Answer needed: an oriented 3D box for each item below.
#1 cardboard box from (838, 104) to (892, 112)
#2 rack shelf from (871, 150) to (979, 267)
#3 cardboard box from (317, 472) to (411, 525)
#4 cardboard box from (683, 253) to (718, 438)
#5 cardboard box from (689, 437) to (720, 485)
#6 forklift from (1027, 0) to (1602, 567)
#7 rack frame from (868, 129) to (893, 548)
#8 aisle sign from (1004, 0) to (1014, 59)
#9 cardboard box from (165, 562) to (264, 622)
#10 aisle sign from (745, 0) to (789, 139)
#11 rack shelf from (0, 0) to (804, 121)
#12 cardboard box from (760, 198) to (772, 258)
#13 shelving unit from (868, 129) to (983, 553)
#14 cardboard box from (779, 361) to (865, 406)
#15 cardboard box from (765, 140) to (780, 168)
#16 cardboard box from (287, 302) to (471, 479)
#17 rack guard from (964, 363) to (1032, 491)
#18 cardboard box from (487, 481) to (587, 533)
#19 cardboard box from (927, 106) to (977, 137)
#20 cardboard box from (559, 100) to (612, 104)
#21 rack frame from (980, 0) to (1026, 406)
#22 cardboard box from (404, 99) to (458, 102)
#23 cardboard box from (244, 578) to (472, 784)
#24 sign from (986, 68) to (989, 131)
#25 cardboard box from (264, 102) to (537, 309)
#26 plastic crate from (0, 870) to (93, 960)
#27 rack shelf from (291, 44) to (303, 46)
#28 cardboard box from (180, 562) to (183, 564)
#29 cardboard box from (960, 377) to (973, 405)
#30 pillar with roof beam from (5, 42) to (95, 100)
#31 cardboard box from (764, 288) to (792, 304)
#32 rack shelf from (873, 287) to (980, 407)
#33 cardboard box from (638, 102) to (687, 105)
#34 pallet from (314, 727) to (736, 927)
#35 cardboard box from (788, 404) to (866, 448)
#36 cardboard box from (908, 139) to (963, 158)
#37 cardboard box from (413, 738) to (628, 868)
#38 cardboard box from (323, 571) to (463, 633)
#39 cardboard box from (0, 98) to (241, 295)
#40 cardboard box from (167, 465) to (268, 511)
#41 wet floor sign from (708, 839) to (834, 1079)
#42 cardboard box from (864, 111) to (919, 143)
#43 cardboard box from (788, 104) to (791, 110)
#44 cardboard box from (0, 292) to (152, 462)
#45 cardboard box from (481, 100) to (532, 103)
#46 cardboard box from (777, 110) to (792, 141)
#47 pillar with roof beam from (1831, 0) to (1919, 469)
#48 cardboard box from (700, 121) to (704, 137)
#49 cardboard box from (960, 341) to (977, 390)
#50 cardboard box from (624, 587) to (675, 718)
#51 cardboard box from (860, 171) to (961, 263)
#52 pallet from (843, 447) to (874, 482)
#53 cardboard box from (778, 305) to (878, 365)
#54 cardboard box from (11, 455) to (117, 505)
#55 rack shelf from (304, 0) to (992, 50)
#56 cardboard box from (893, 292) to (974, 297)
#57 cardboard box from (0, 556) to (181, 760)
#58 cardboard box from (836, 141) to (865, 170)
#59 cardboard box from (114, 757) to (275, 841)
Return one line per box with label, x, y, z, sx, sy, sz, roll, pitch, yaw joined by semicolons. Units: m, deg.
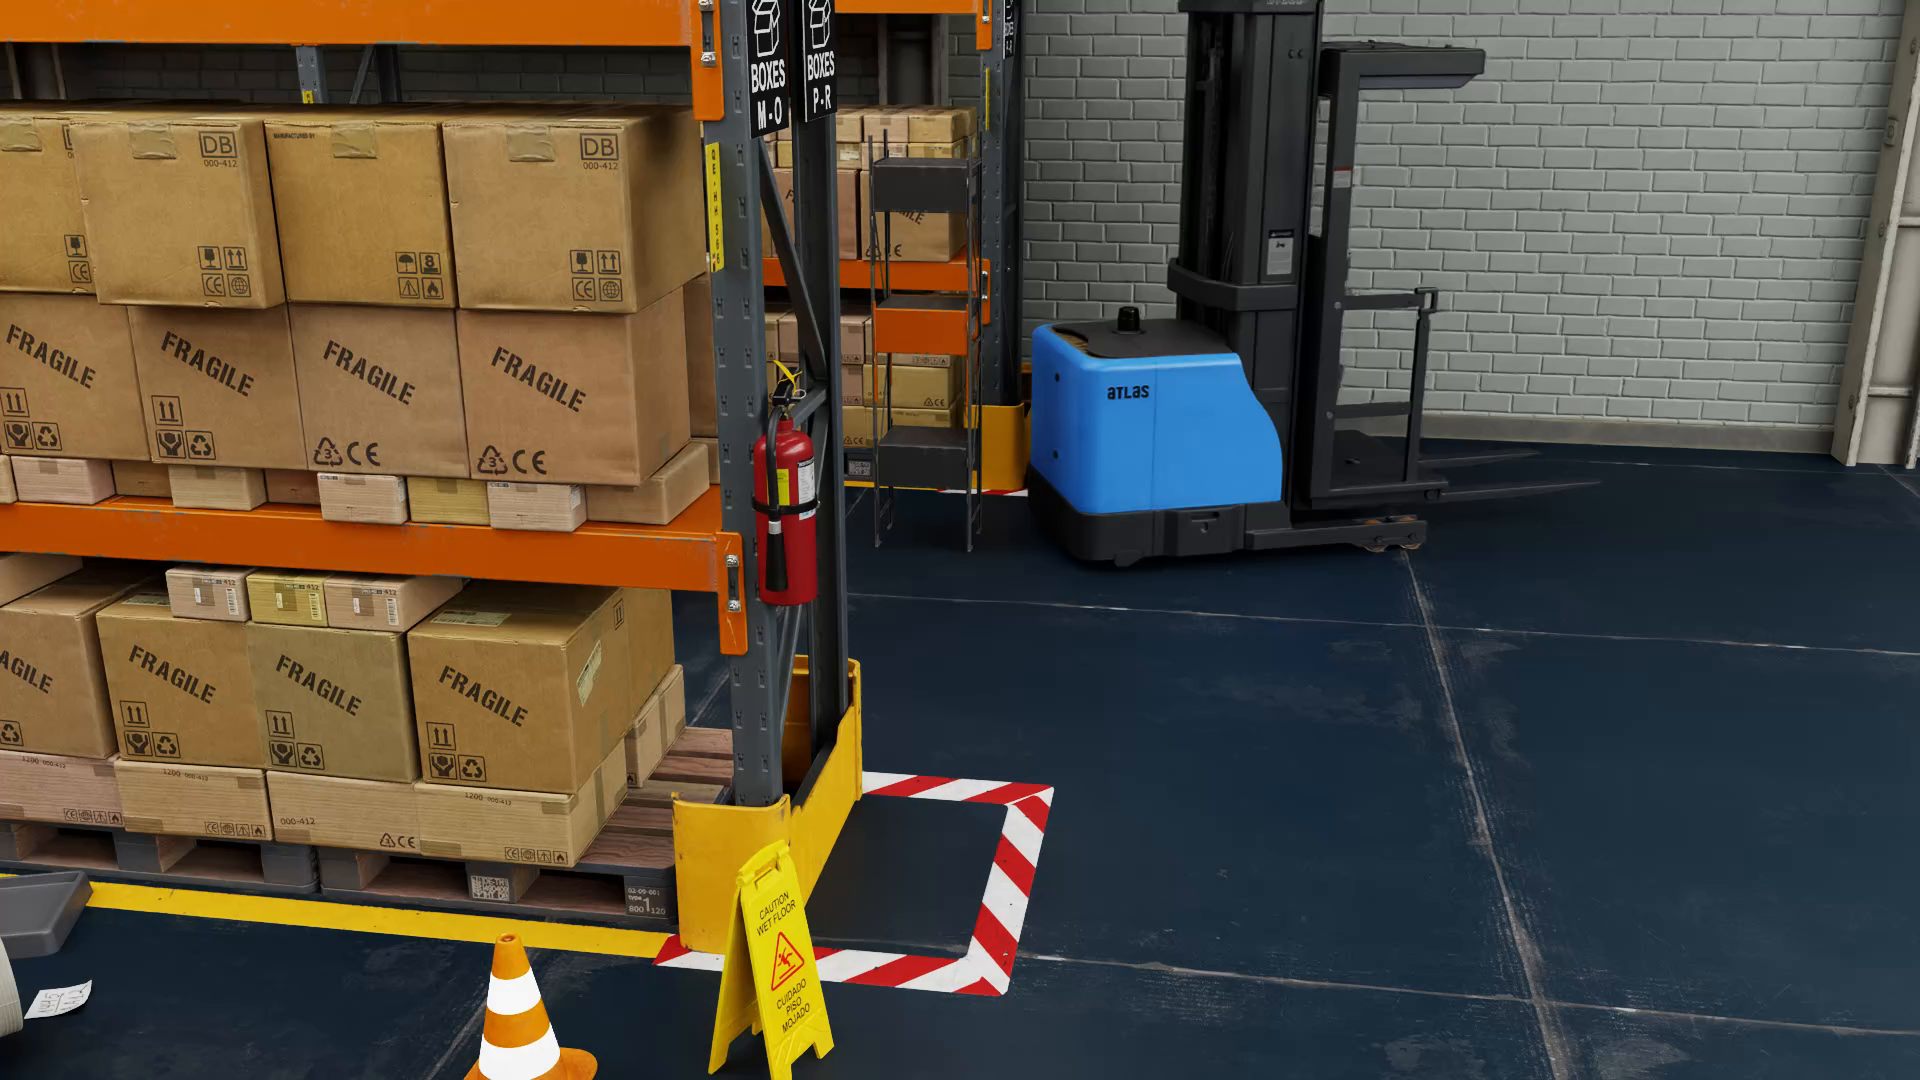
cardboard box;-0.563;-2.511;9.932;0.250;0.149;0.380;3;19;10
rack shelf;-0.163;-1.655;8.277;0.480;0.518;0.431;3;19;9
cardboard box;-1.713;-0.177;5.001;0.250;0.149;0.380;3;19;10
cardboard box;-0.957;-0.643;5.370;0.500;0.500;0.500;3;19;8
cardboard box;-0.836;-0.306;5.387;0.250;0.149;0.380;3;19;9
forklift;1.944;-1.484;8.620;3.031;2.935;1.130;-4;19;-13
rack frame;-0.404;-1.016;8.532;0.015;2.100;0.400;3;19;9
aisle sign;0.269;-3.036;9.053;0.004;0.787;0.394;3;19;9
cardboard box;-2.246;0.115;5.201;0.250;0.149;0.380;4;19;11
aisle sign;-0.518;-1.482;4.409;0.004;0.787;0.394;3;19;9
rack shelf;-2.508;-1.525;5.041;4.000;0.370;1.077;3;19;9
cardboard box;-1.294;-1.943;9.726;0.500;0.500;0.500;3;19;8
shelving unit;-0.163;-1.004;8.495;0.503;2.100;0.431;3;19;9
cardboard box;-0.773;-0.986;9.907;0.500;0.250;0.500;3;19;8
cardboard box;-1.154;-2.234;9.572;0.250;0.149;0.380;2;19;7
cardboard box;-1.606;-0.500;4.942;0.500;0.500;0.500;3;19;9
rack guard;0.274;-0.712;10.143;0.348;0.500;1.175;3;19;9
cardboard box;-1.204;-0.154;4.932;0.250;0.149;0.380;3;19;8
cardboard box;-0.047;-2.479;9.835;0.250;0.149;0.380;3;19;8
cardboard box;-2.321;-2.628;10.280;0.250;0.149;0.380;3;19;8
rack frame;0.250;-1.899;9.750;0.127;3.000;1.000;3;19;9
cardboard box;-3.336;-2.675;10.421;0.250;0.149;0.380;3;19;9
cardboard box;-1.881;0.422;5.305;0.500;0.500;0.500;4;19;11
sign;0.151;-2.391;9.023;0.005;0.325;0.100;3;19;9
cardboard box;-1.571;-0.991;4.836;0.500;0.500;0.700;3;19;9
plastic crate;-3.062;1.176;5.163;0.583;0.080;0.402;-3;19;-10
rack shelf;-5.674;-3.282;10.291;4.000;0.370;1.077;3;19;9
cardboard box;-2.849;0.200;5.966;0.500;0.500;0.500;4;19;12
cardboard box;-0.203;-0.880;10.377;0.500;0.250;0.500;3;19;9
pillar with roof beam;-6.901;-4.014;6.619;0.400;9.000;9.100;3;19;9
cardboard box;-1.180;-1.404;10.368;0.500;0.250;0.500;3;19;8
rack shelf;-0.163;-0.991;8.499;0.480;0.518;0.431;3;19;9
cardboard box;-1.831;-2.578;10.131;0.250;0.149;0.380;3;19;10
pallet;-1.405;0.923;5.711;1.213;0.211;1.003;3;19;9
cardboard box;-0.753;-0.747;9.979;0.500;0.250;0.500;3;19;9
cardboard box;-0.136;-2.183;9.421;0.250;0.149;0.380;3;19;9
cardboard box;-1.398;0.804;5.345;0.500;0.250;0.500;3;19;8
cardboard box;-1.739;0.142;5.119;0.250;0.149;0.380;3;19;10
cardboard box;-2.561;-1.053;5.021;0.500;0.500;0.700;3;19;8
cardboard box;-2.210;-0.219;5.125;0.250;0.149;0.380;3;19;8
wet floor sign;-0.515;1.118;4.445;0.232;0.644;0.267;10;21;27
cardboard box;-0.385;-2.349;9.449;0.250;0.149;0.380;3;19;9
cardboard box;-1.069;-2.534;10.000;0.250;0.149;0.380;4;19;10
cardboard box;-2.597;-0.557;5.115;0.500;0.500;0.500;3;19;9
cardboard box;-2.831;-2.640;10.317;0.250;0.149;0.380;3;19;8
cardboard box;-0.882;-2.390;9.570;0.250;0.149;0.380;3;19;9
pillar with roof beam;4.947;-3.410;4.814;0.400;9.000;9.100;3;19;9
cardboard box;-1.413;-2.380;9.539;0.250;0.149;0.380;3;19;10
cardboard box;-0.181;-1.120;10.306;0.500;0.250;0.500;3;19;10
cardboard box;-1.309;0.277;5.736;0.500;0.500;0.500;2;19;7
cardboard box;-0.277;-1.889;9.563;0.500;0.500;0.500;3;19;7
pallet;-0.511;-0.602;10.269;1.213;0.211;1.003;3;19;9
cardboard box;-0.759;-1.217;9.810;0.500;0.250;0.500;3;19;10
cardboard box;-2.708;-0.238;5.183;0.250;0.149;0.380;3;19;8
rack shelf;-1.724;-3.081;9.689;4.000;0.370;1.077;3;19;9
cardboard box;-0.194;-1.352;10.211;0.500;0.250;0.500;3;19;8
cardboard box;-2.901;0.369;5.464;0.500;0.500;0.500;4;19;12
cardboard box;-0.640;-2.219;9.528;0.250;0.149;0.380;3;19;10
cardboard box;-2.402;0.752;5.500;0.500;0.250;0.500;2;19;7
